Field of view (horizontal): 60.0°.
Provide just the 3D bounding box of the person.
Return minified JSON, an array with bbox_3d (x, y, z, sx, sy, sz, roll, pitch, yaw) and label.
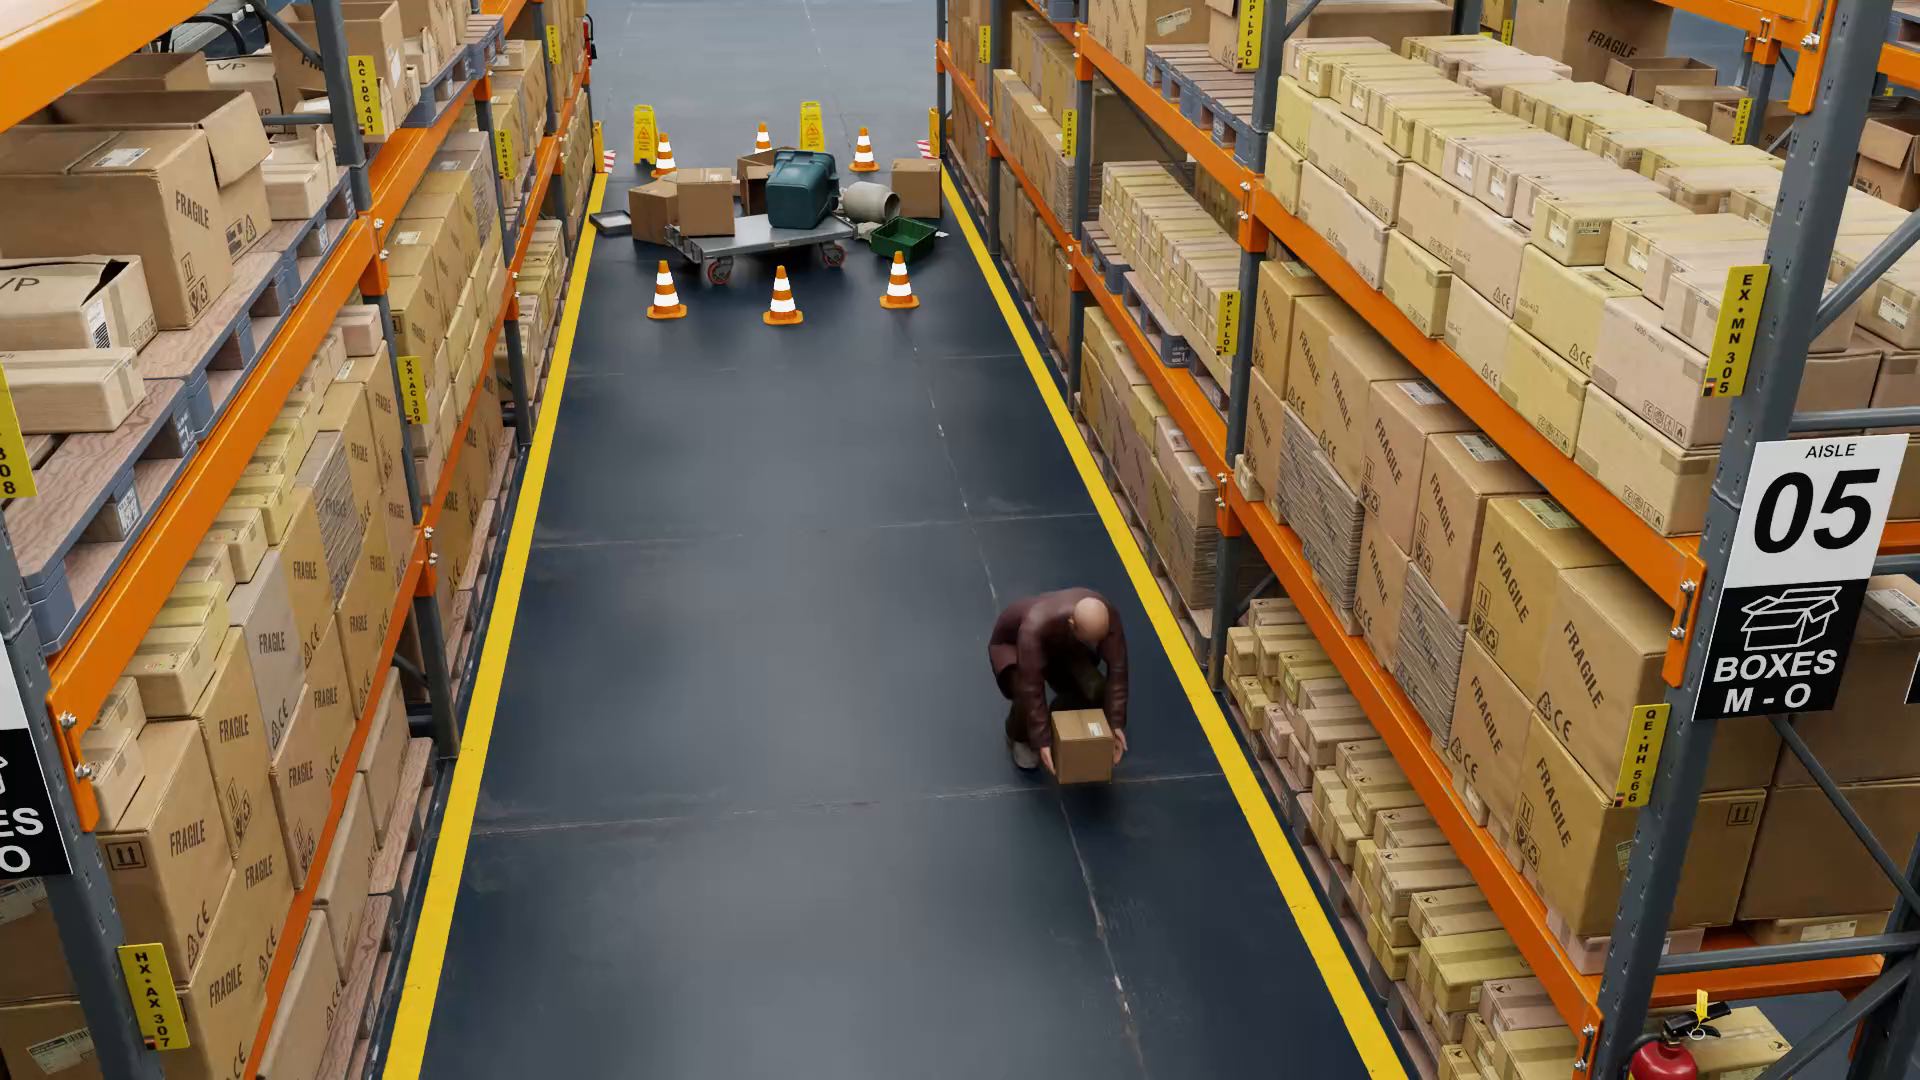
[{"bbox_3d":[0.483,0.655,8.190,0.607,1.010,0.915,-9,28,-17],"label":"person"}]
